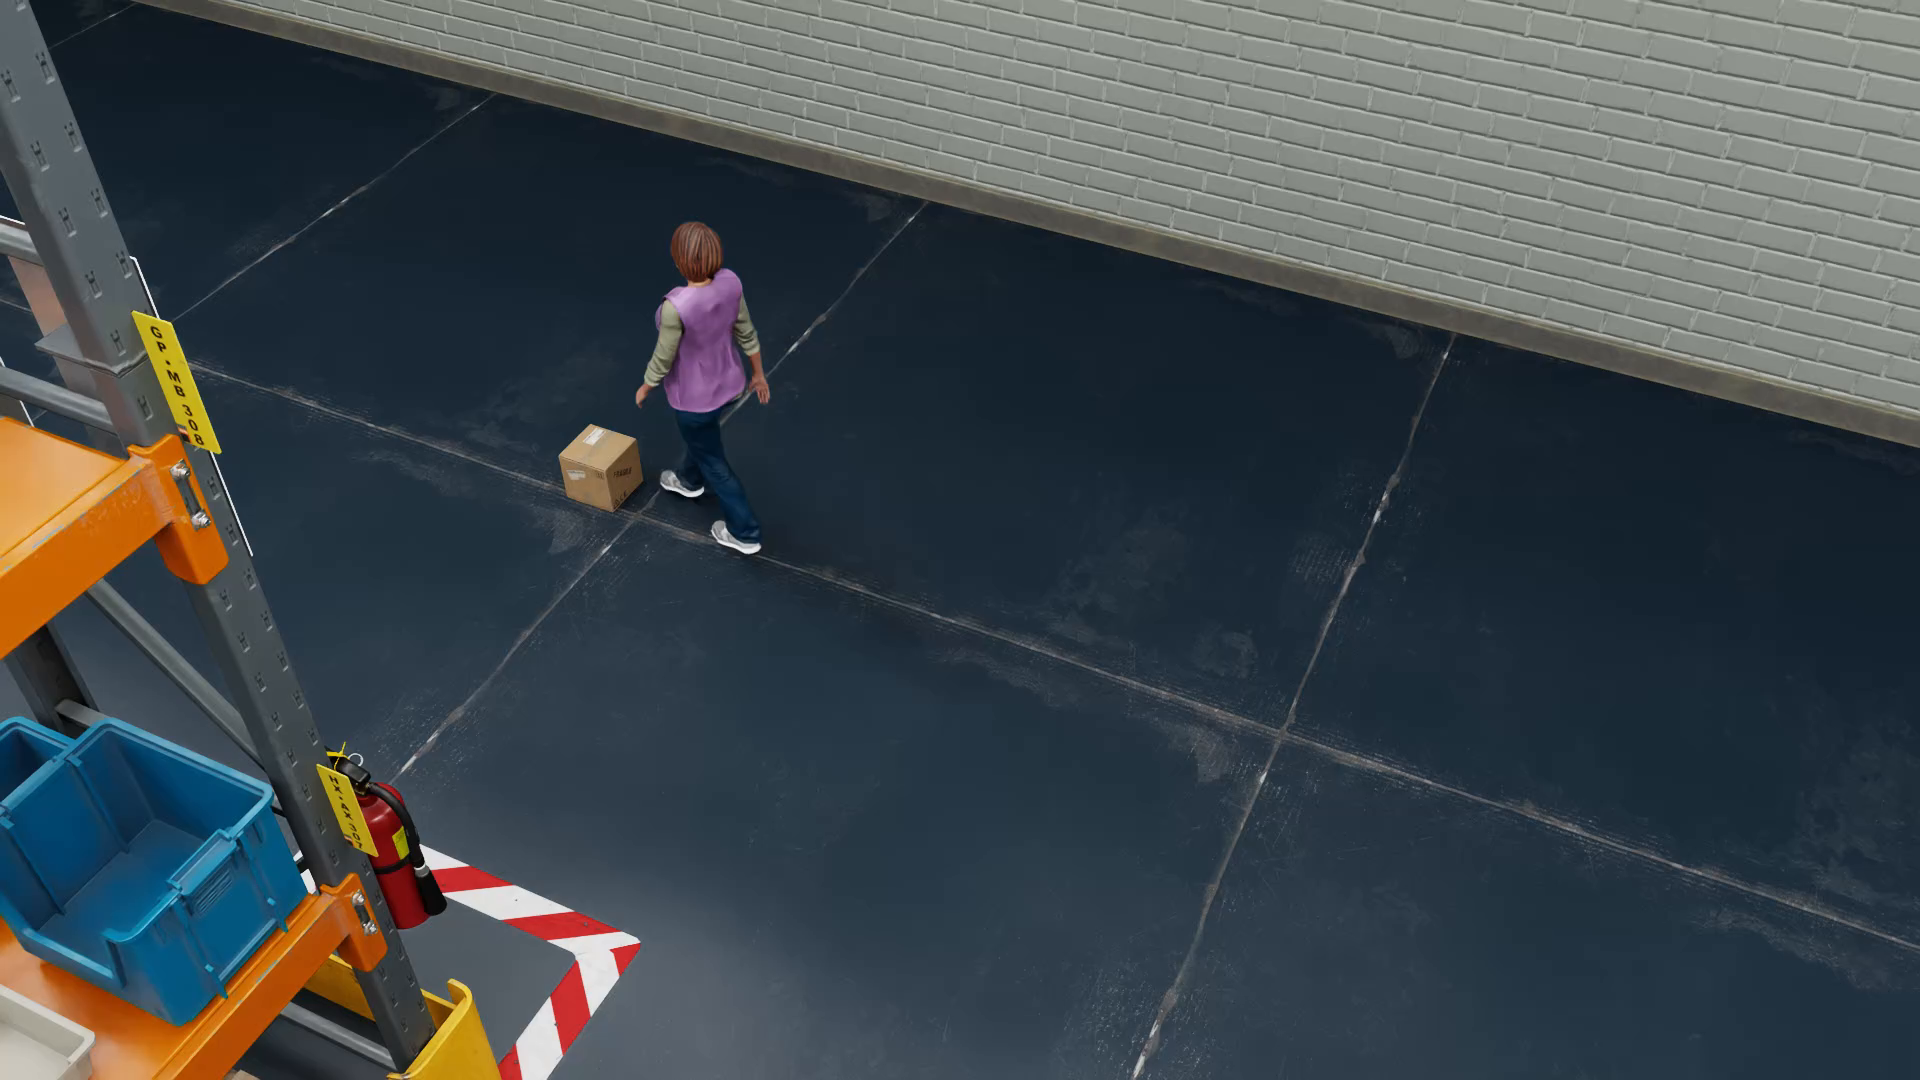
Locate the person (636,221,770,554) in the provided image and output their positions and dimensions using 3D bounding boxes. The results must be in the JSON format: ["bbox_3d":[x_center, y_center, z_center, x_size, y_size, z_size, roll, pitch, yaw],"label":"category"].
[{"bbox_3d":[-1.139,-0.659,6.871,0.722,1.579,0.470,26,49,26],"label":"person"}]
